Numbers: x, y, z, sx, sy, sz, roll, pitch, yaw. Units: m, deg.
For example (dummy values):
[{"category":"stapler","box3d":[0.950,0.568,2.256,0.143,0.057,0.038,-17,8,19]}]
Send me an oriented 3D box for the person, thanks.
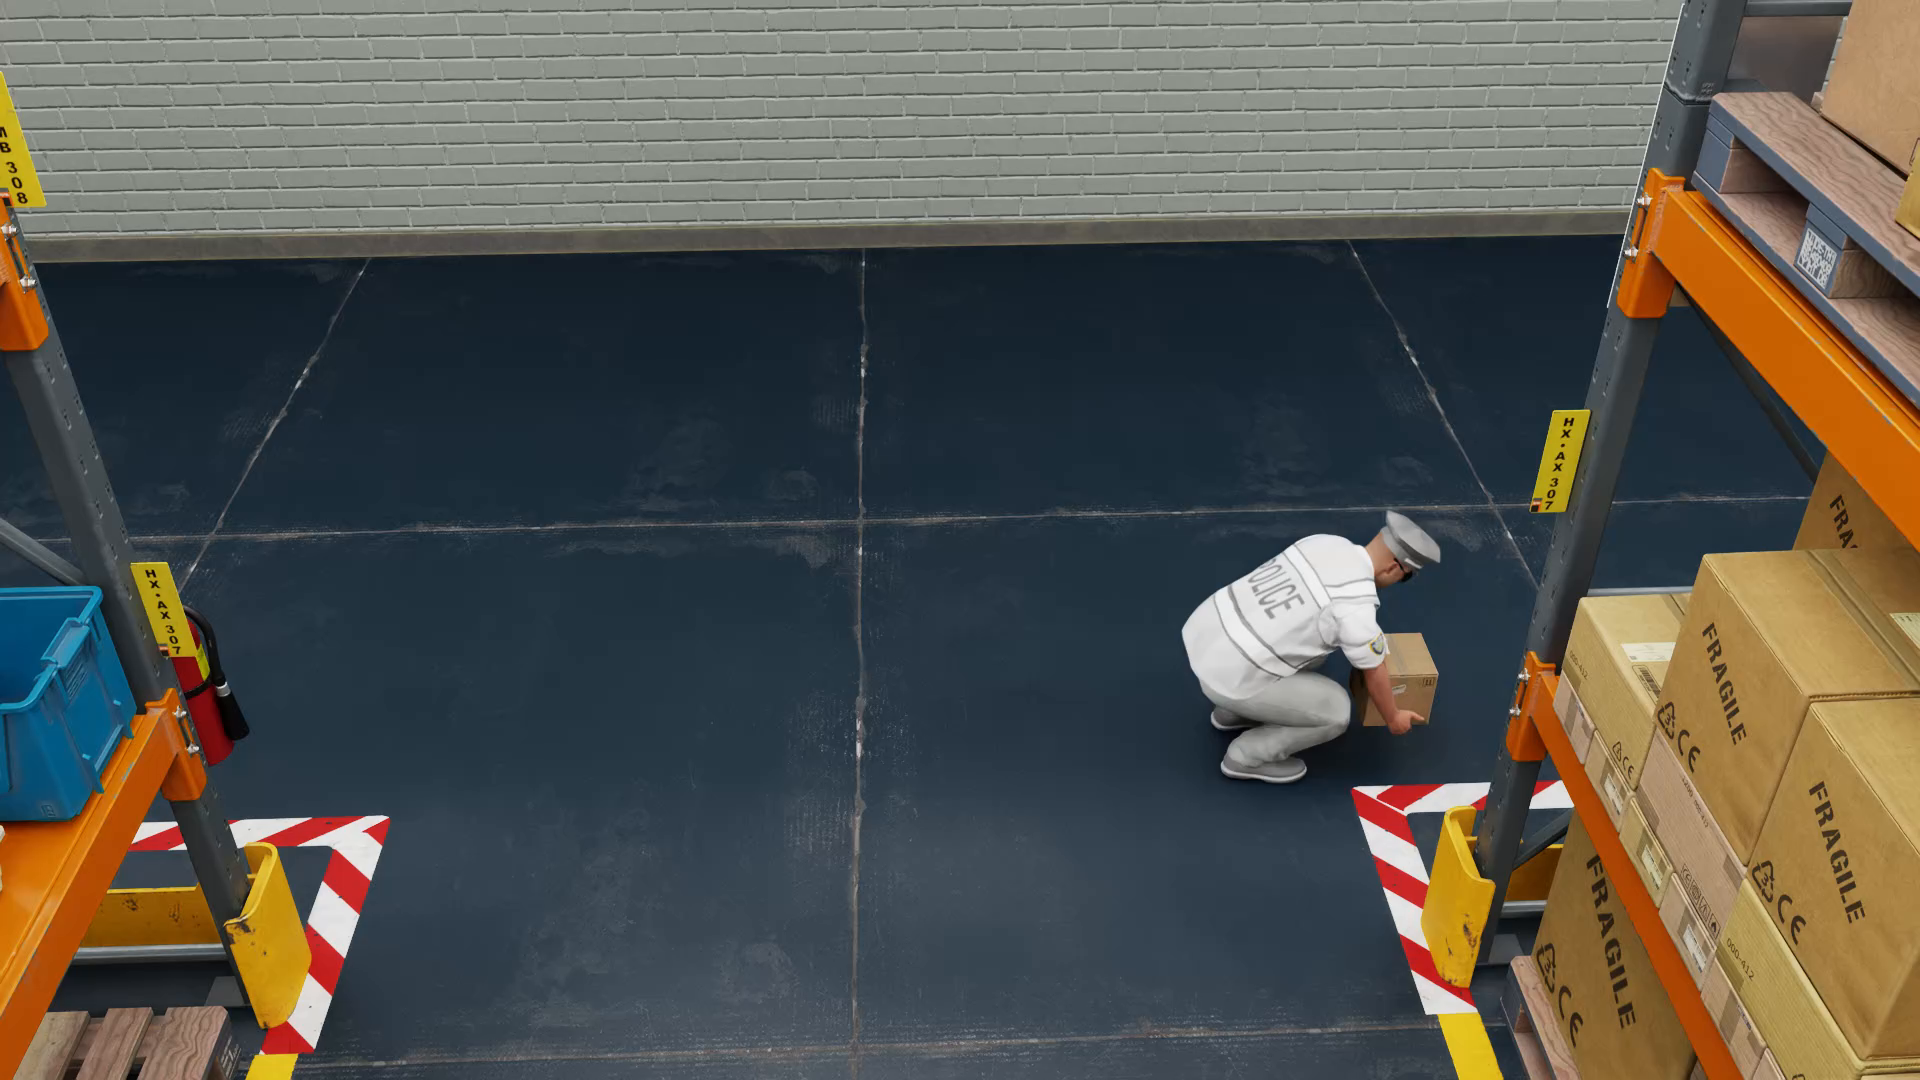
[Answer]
[{"category":"person","box3d":[1.297,0.388,6.231,0.918,1.026,0.534,-2,35,-3]}]
